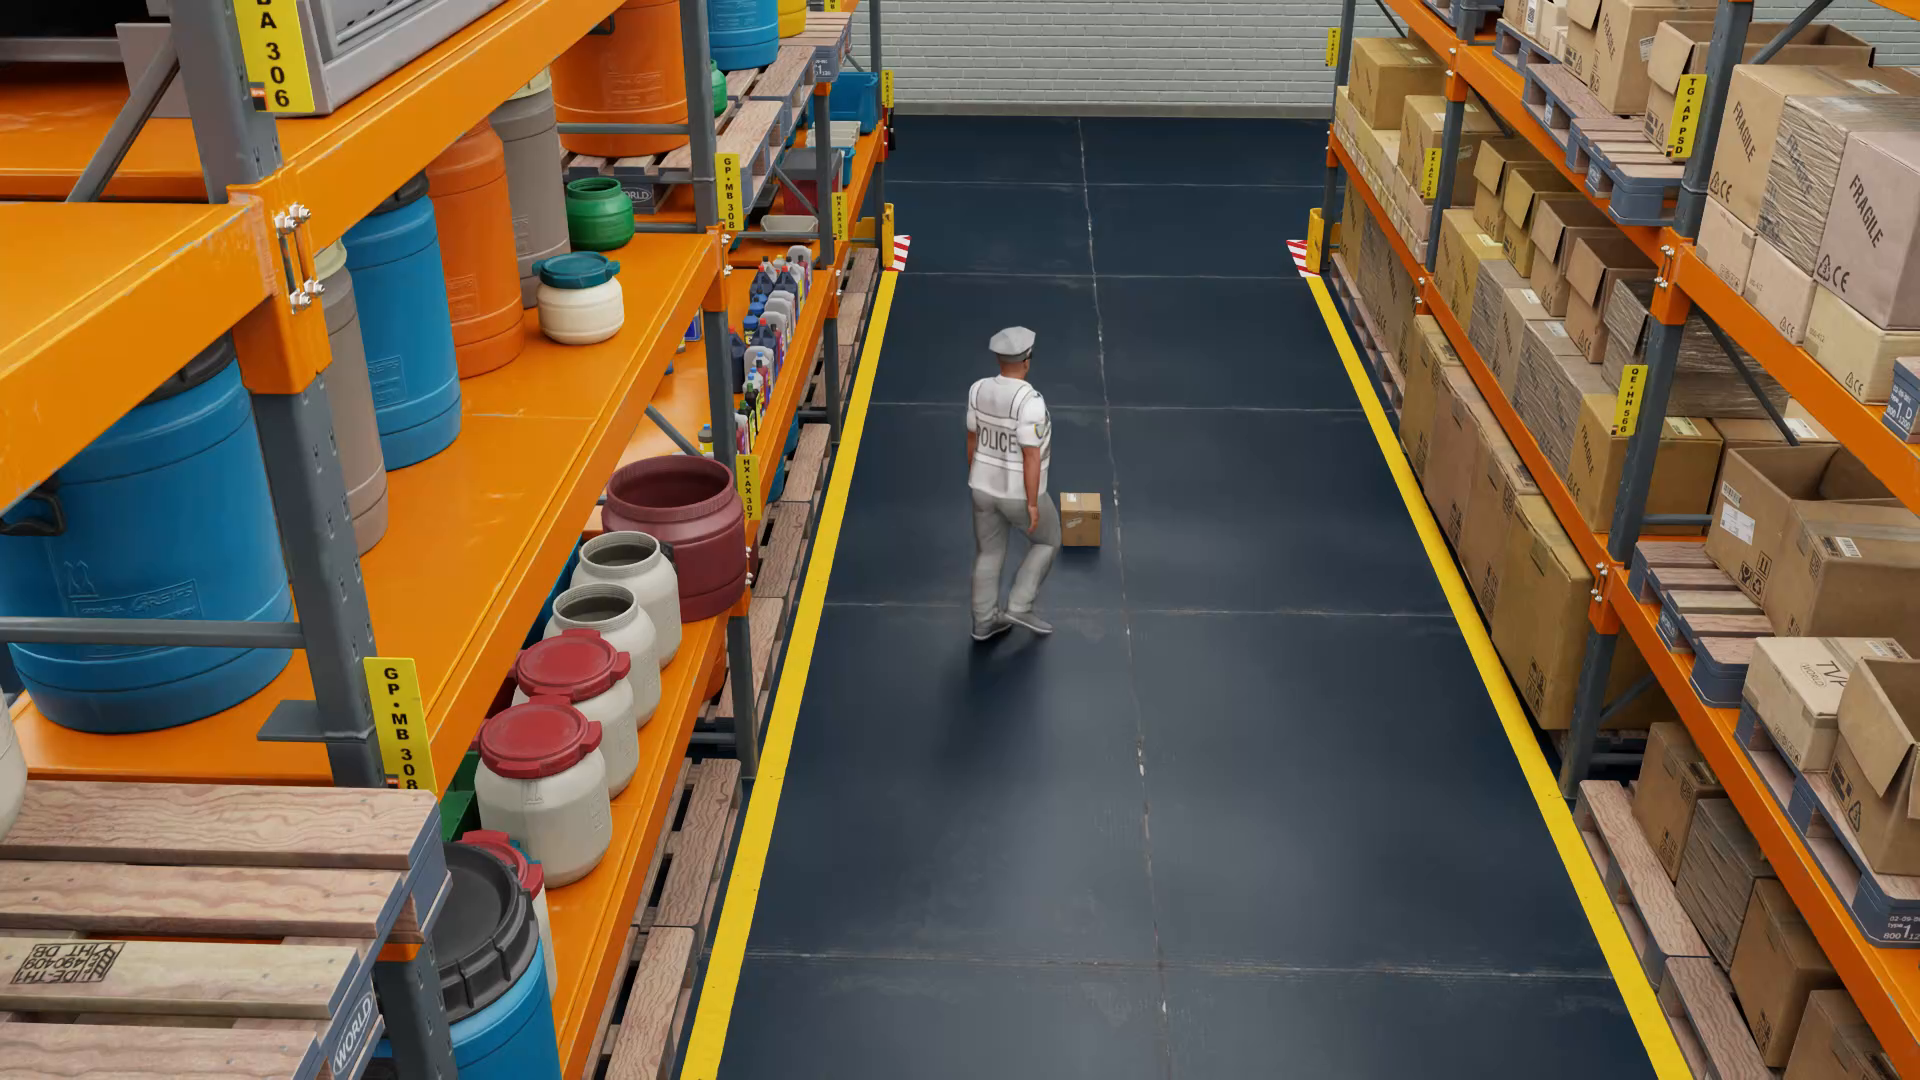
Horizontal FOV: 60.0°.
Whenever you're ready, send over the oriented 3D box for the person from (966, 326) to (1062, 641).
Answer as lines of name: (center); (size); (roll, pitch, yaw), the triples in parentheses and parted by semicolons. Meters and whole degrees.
person: (0.254, -0.280, 9.111); (0.569, 1.757, 0.519); (20, 34, 32)
